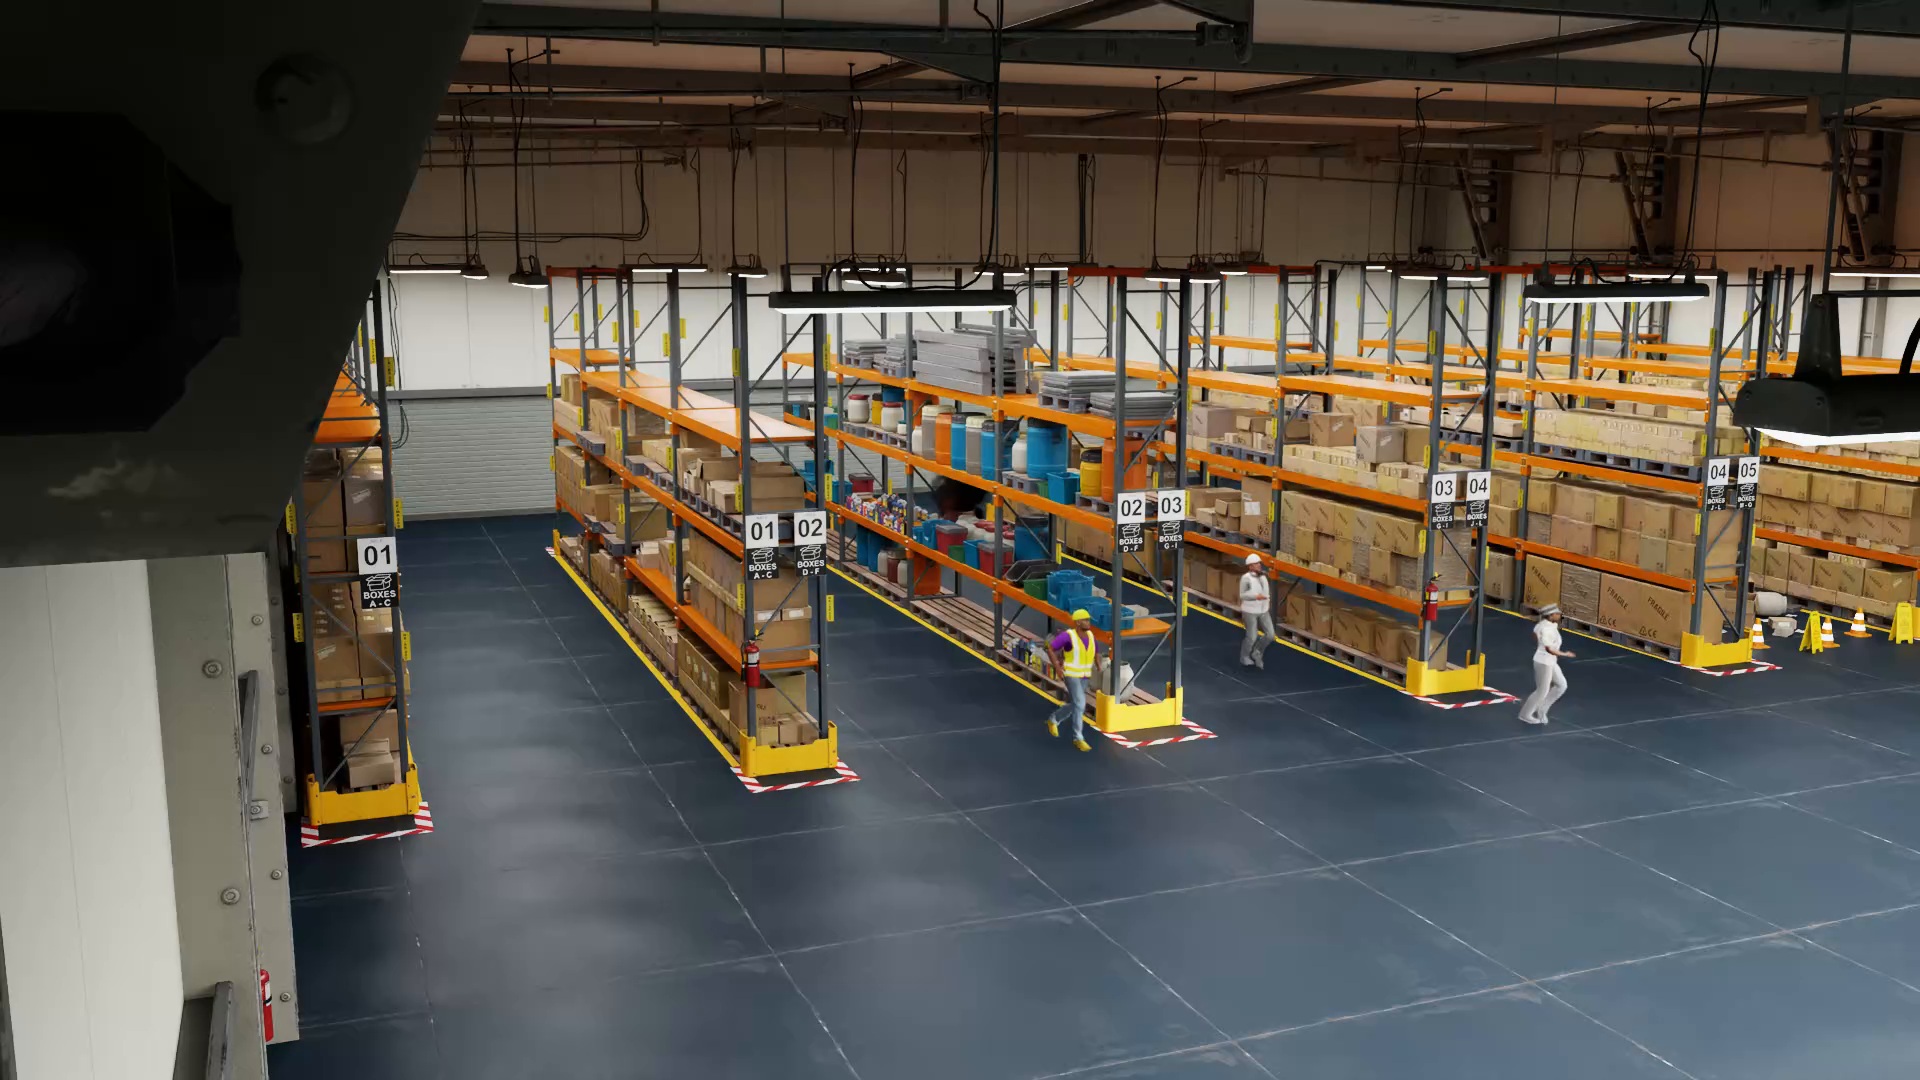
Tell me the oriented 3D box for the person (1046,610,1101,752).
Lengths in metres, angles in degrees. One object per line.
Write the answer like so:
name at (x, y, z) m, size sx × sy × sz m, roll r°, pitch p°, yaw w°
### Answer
person at (1.509, 1.766, 21.501) m, size 0.726 × 1.762 × 0.841 m, roll -9°, pitch 14°, yaw -43°

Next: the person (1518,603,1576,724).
person at (7.899, 1.671, 22.318) m, size 0.683 × 1.717 × 0.596 m, roll 4°, pitch 11°, yaw 24°

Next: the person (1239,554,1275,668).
person at (4.531, 1.099, 25.307) m, size 0.641 × 1.779 × 0.658 m, roll -6°, pitch 11°, yaw -29°
